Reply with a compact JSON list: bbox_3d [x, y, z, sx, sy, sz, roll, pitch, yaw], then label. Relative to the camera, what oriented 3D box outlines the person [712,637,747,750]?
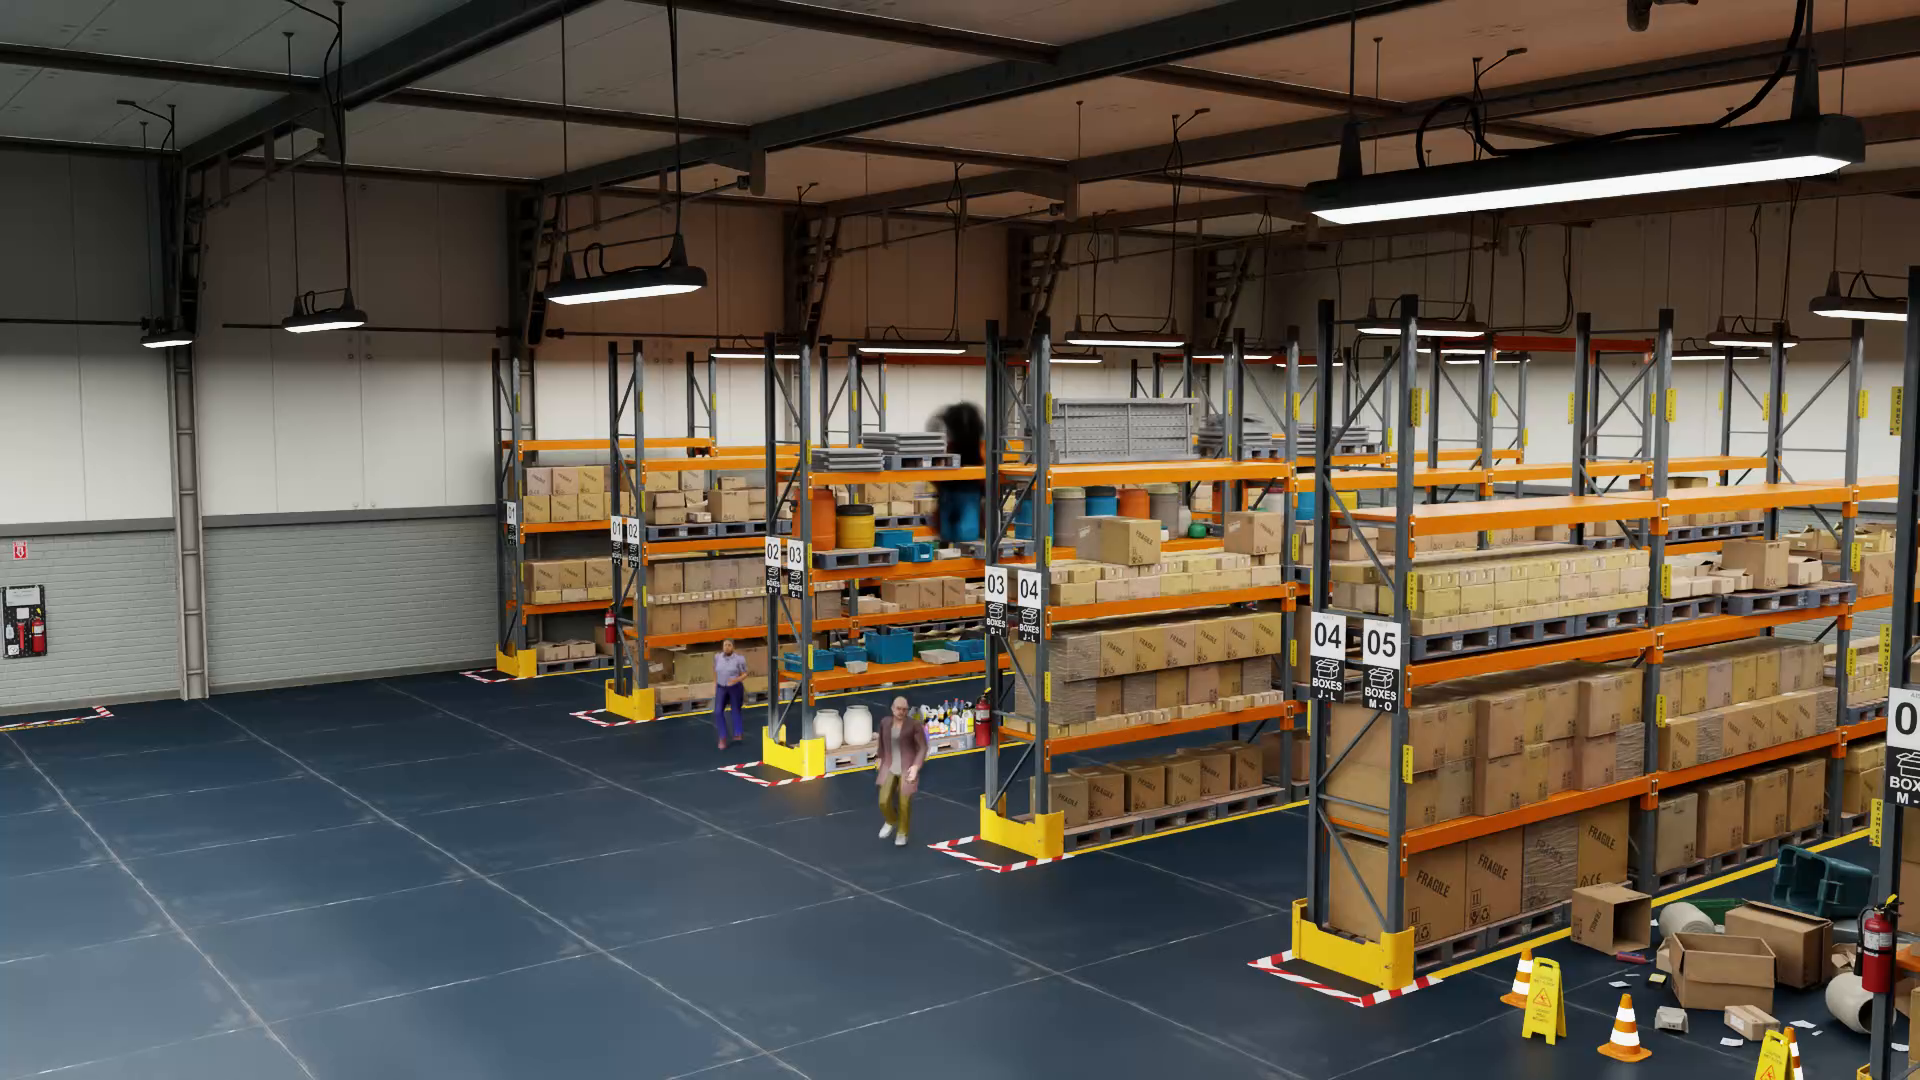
[{"bbox_3d":[-3.371,2.239,24.308,0.549,1.666,0.803,0,5,3],"label":"person"}]

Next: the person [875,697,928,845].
[{"bbox_3d":[-0.690,2.639,18.911,0.703,1.753,0.794,1,5,12],"label":"person"}]
